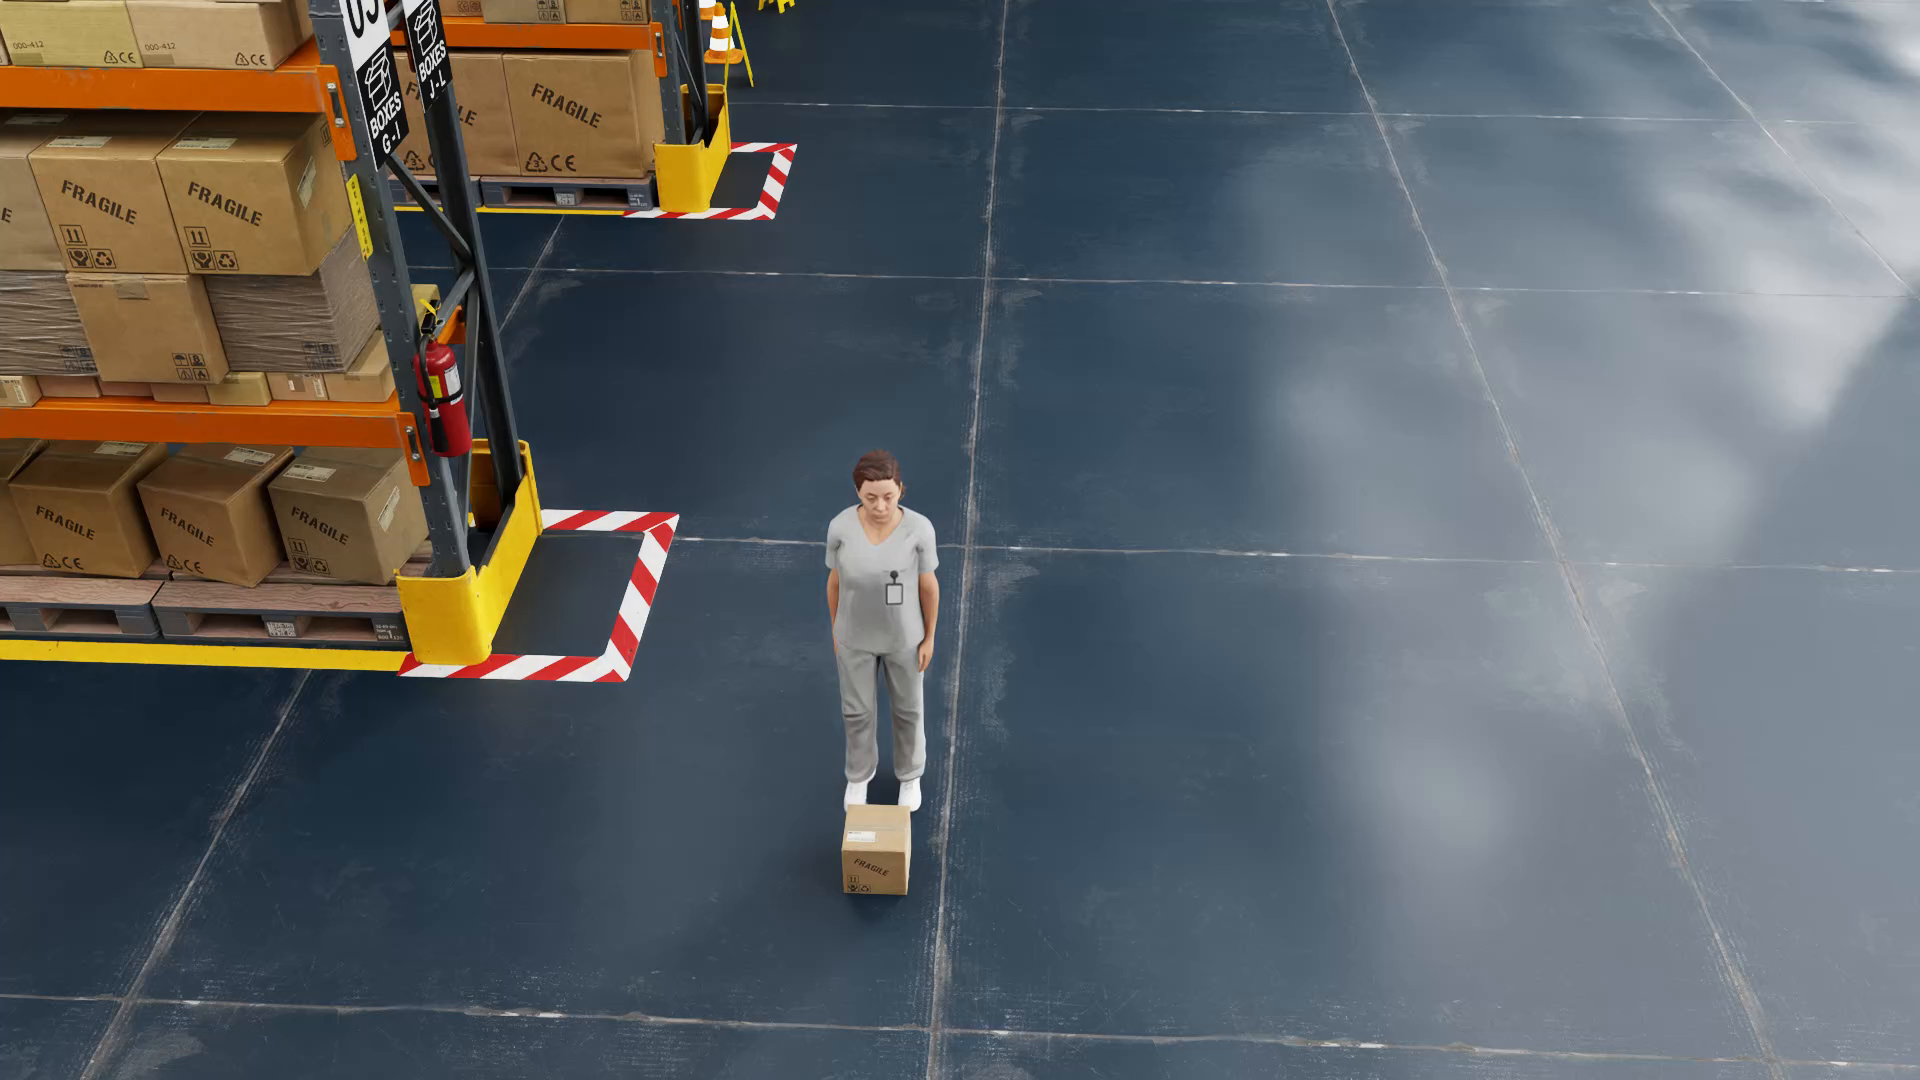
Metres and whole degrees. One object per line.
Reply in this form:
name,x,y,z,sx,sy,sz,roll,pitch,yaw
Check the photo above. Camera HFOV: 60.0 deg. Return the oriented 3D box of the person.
person,-0.303,0.385,6.602,0.440,1.698,0.361,2,36,2
